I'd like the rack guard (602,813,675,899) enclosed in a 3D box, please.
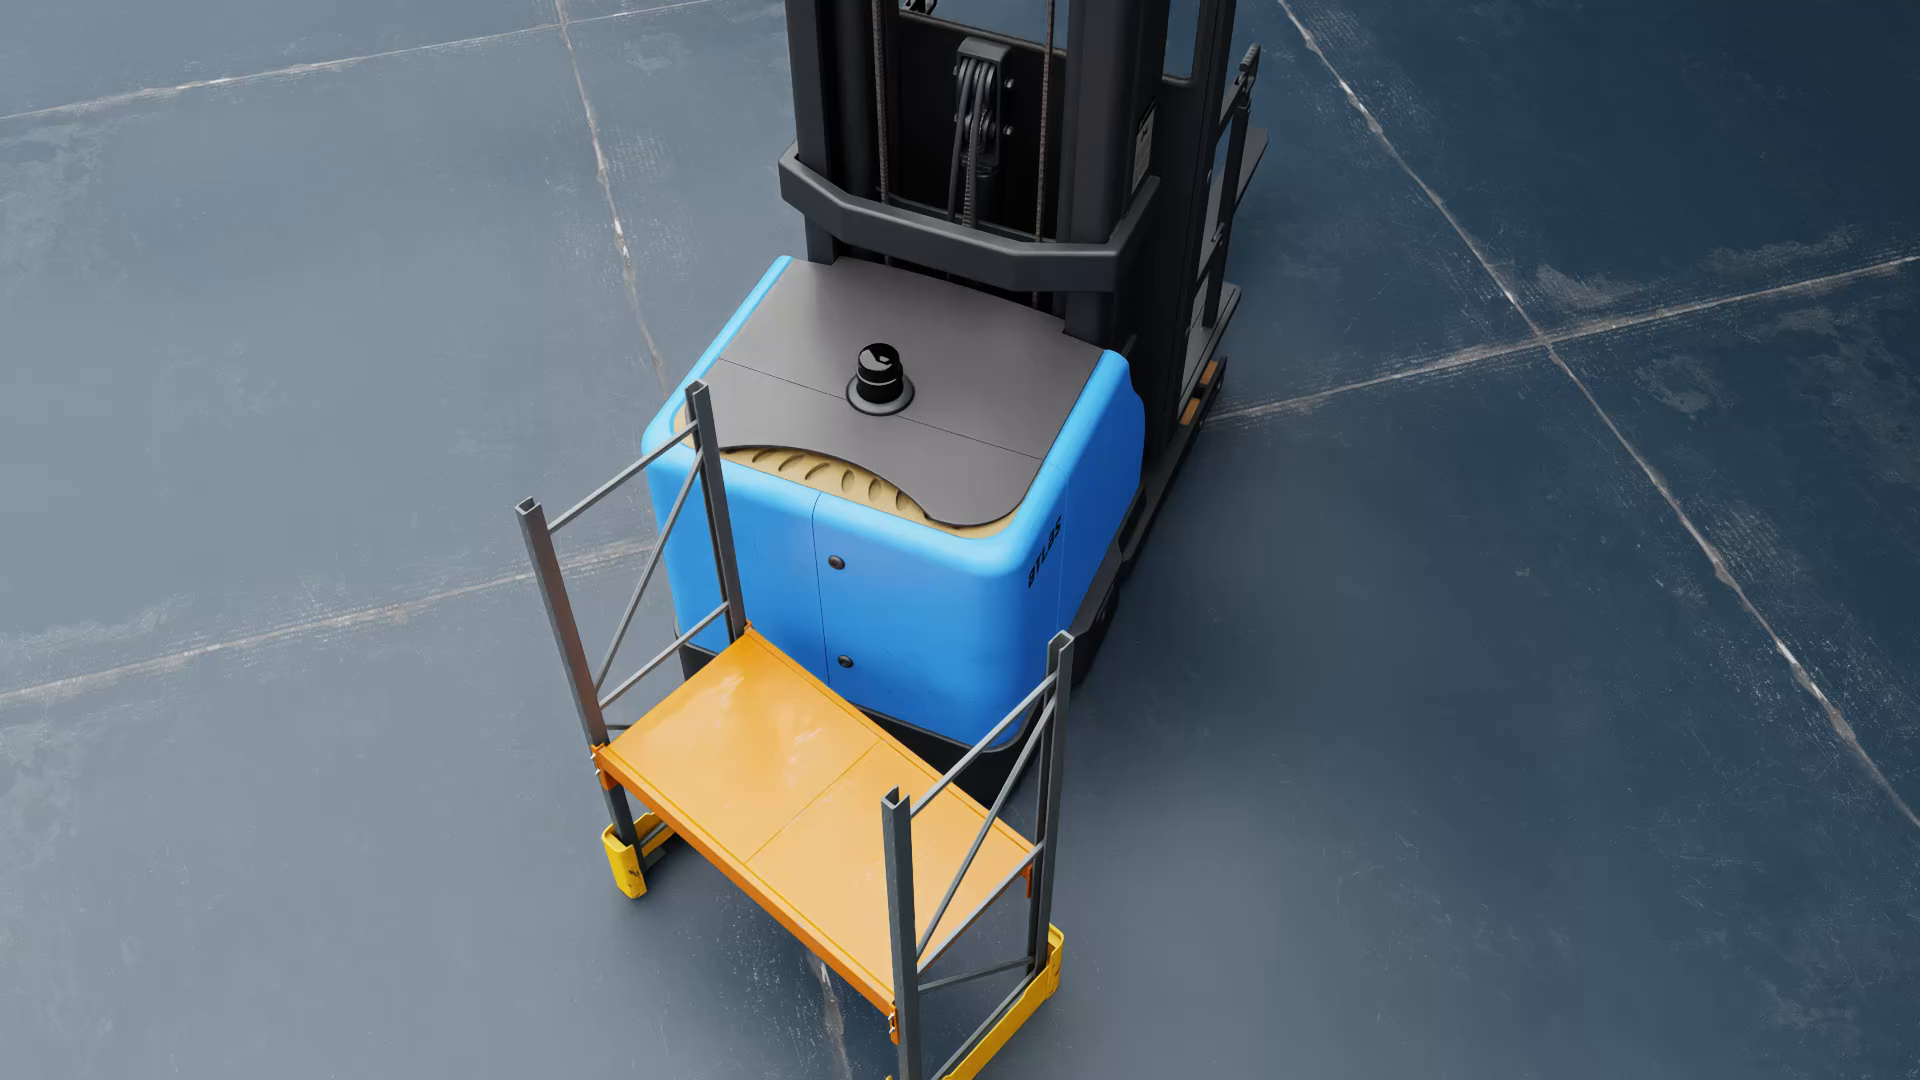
[{"bbox_3d":[-0.704,0.696,4.499,0.087,0.250,0.587,34,58,25],"label":"rack guard"}]

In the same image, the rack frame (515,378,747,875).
[{"bbox_3d":[-0.718,0.284,4.030,0.032,1.500,0.500,34,58,25],"label":"rack frame"}]

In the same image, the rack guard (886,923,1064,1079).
[{"bbox_3d":[0.038,1.205,4.071,0.087,0.250,0.587,34,58,25],"label":"rack guard"}]

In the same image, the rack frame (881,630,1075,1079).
[{"bbox_3d":[0.039,0.803,3.593,0.032,1.500,0.500,34,58,25],"label":"rack frame"}]

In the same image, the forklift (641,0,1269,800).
[{"bbox_3d":[0.248,-1.381,4.497,1.130,2.935,3.031,18,52,15],"label":"forklift"}]

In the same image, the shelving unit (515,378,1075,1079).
[{"bbox_3d":[-0.333,0.548,3.807,1.083,1.500,0.587,34,58,25],"label":"shelving unit"}]

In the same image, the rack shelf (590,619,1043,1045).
[{"bbox_3d":[-0.340,0.659,3.949,1.000,0.185,0.538,34,58,25],"label":"rack shelf"}]
